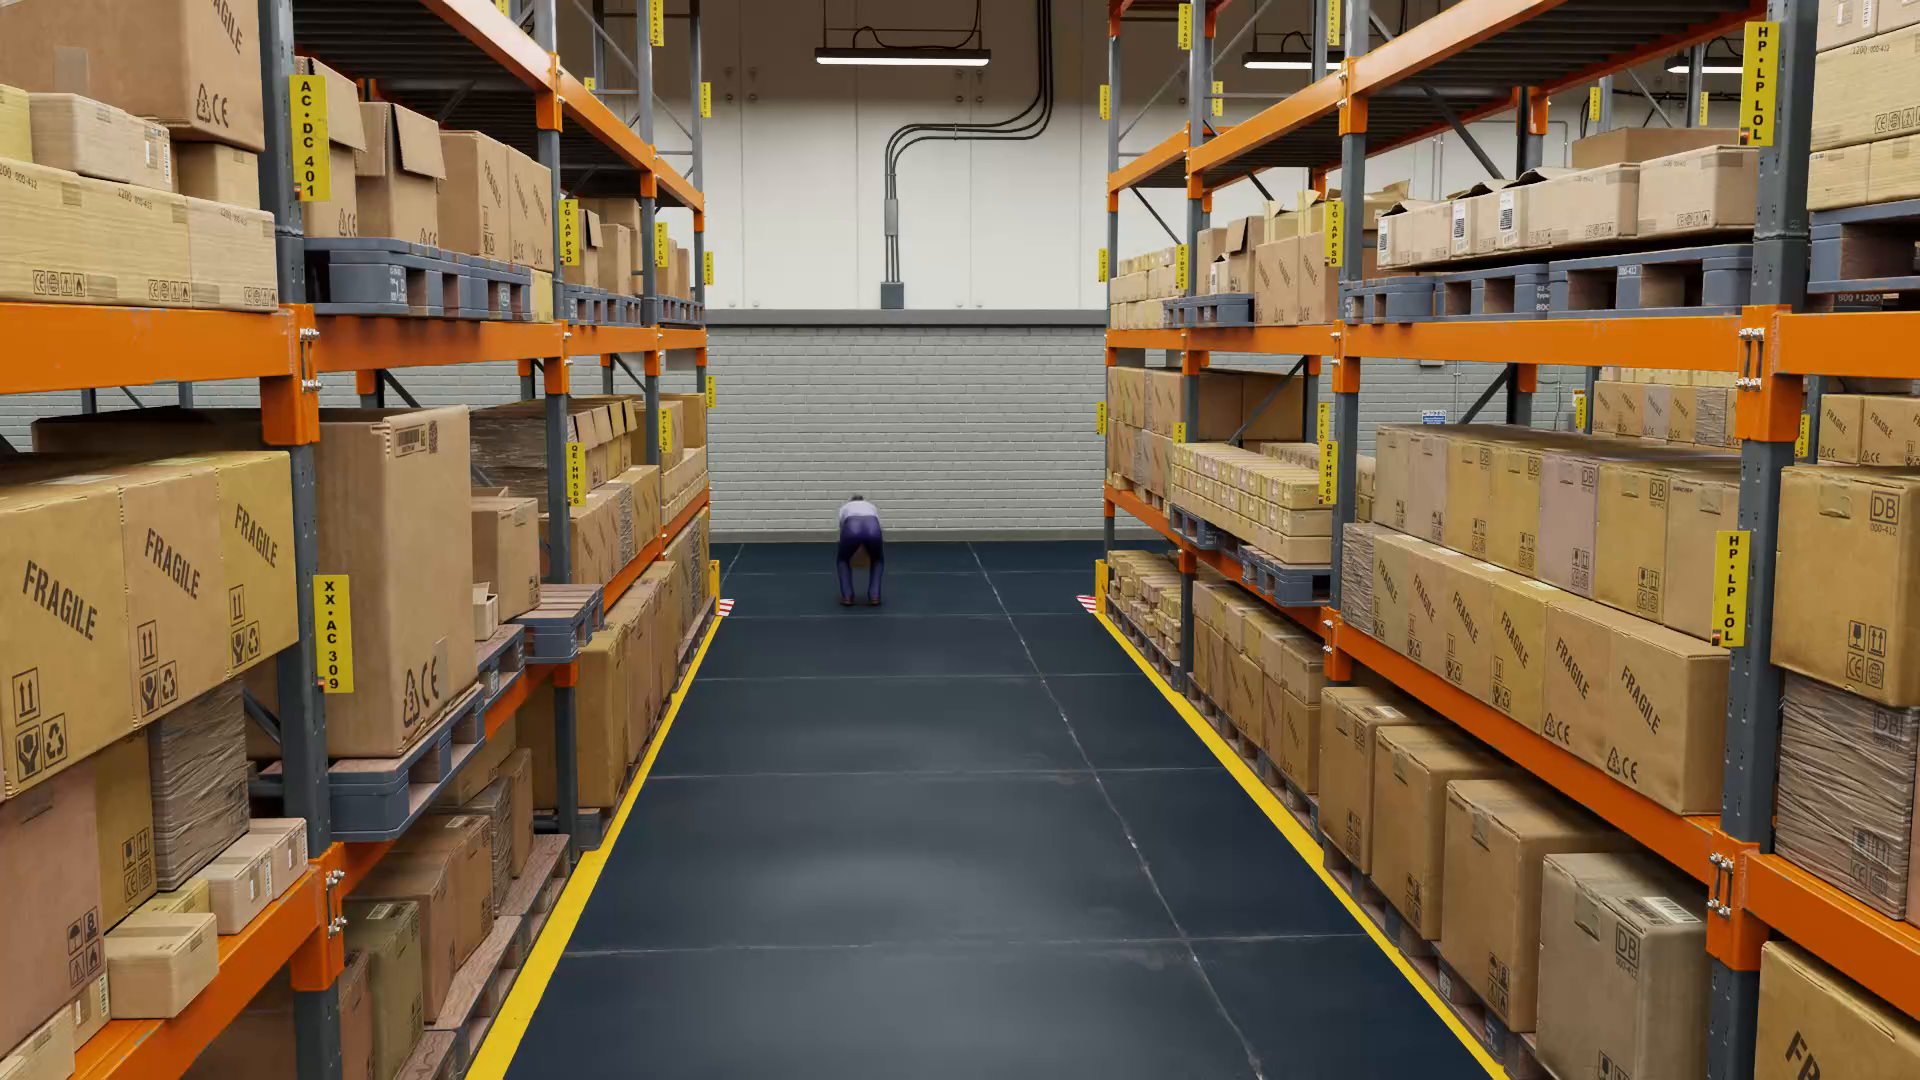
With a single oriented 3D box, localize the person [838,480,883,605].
[{"bbox_3d":[-1.037,0.026,17.268,0.474,1.250,0.844,-1,7,-6],"label":"person"}]
